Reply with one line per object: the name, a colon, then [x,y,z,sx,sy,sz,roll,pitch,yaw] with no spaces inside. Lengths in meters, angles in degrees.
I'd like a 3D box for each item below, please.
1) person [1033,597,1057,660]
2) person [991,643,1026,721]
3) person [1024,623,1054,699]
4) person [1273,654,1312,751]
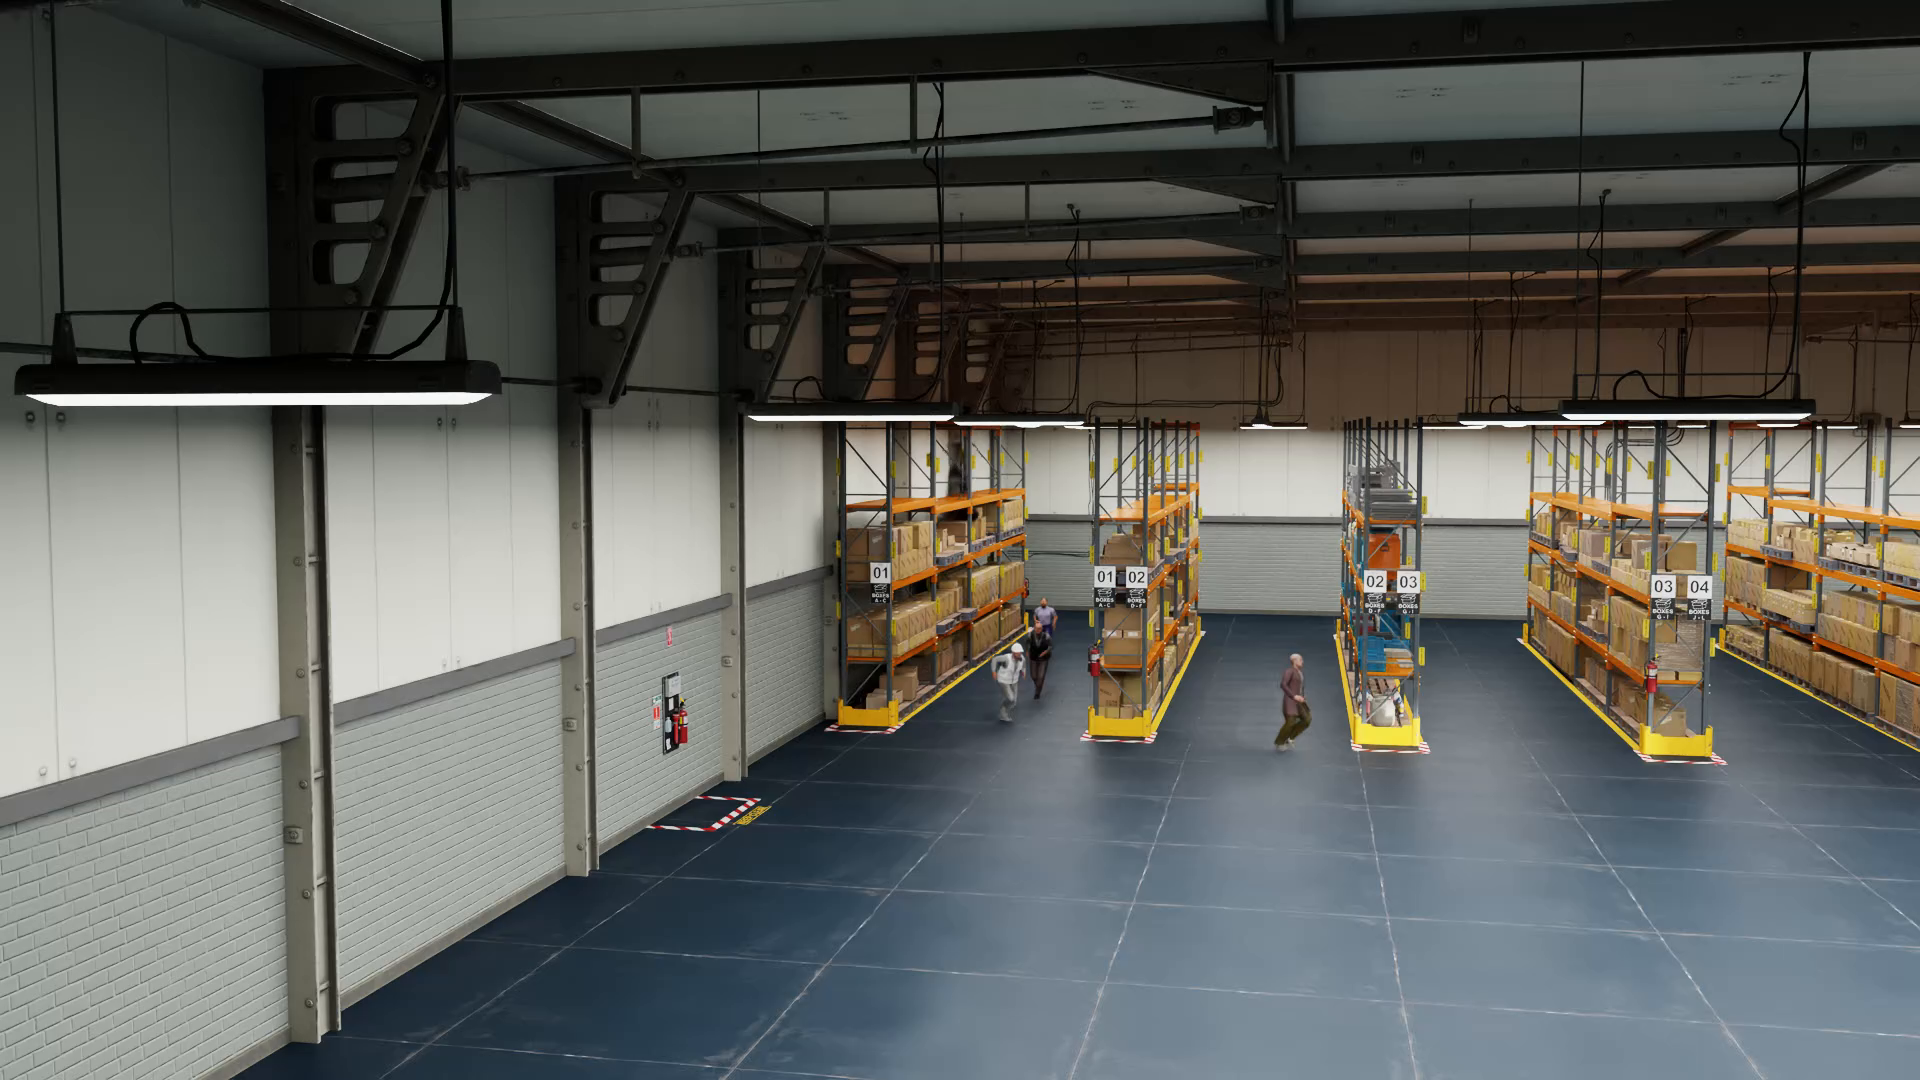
person: [2.099,2.232,41.355,0.593,1.609,0.577,1,4,10]
person: [0.963,2.800,32.712,0.685,1.600,0.871,-2,4,-28]
person: [1.697,2.595,35.792,0.650,1.656,0.742,0,4,4]
person: [6.036,2.913,29.945,0.613,1.717,0.773,3,5,43]
